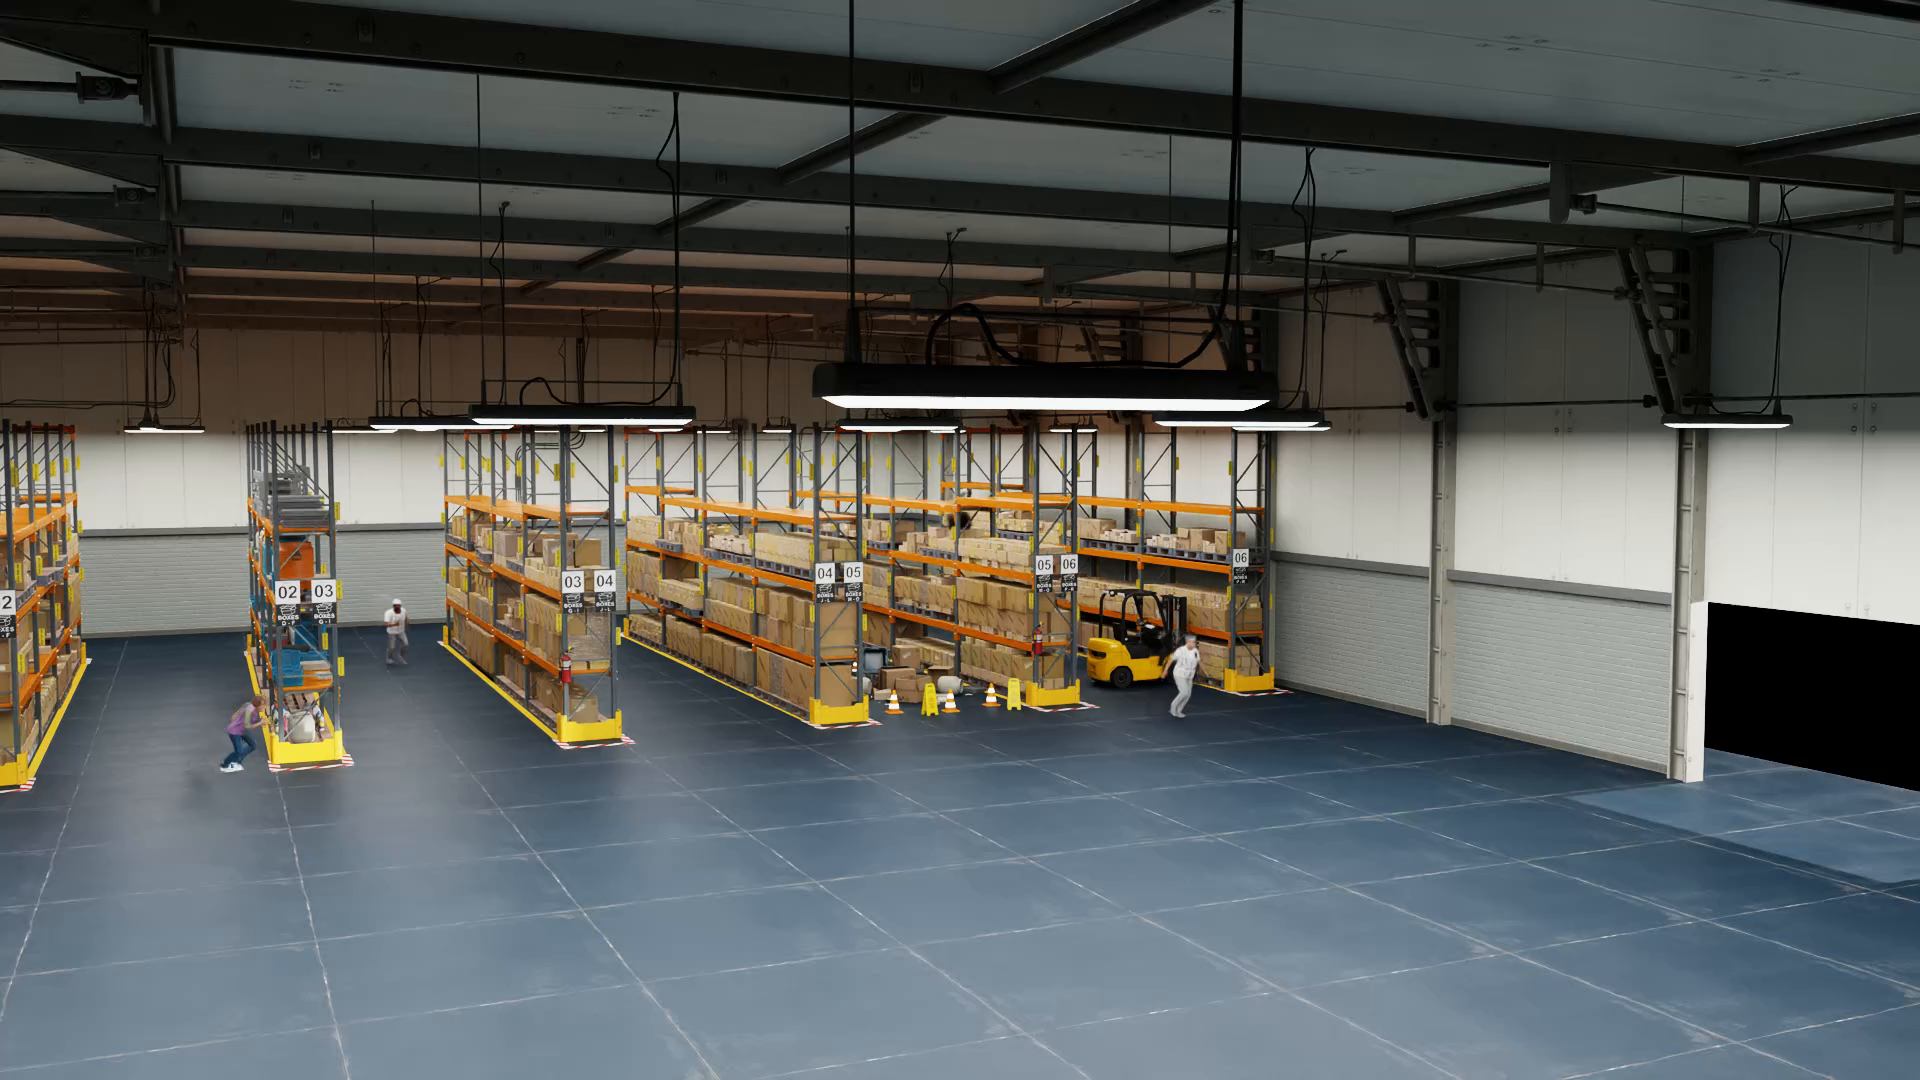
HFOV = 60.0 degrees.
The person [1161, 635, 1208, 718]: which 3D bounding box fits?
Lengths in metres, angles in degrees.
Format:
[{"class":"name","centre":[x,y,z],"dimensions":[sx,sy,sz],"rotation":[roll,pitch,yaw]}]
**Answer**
[{"class":"person","centre":[4.585,2.763,33.617],"dimensions":[0.669,1.699,0.812],"rotation":[-3,4,-35]}]

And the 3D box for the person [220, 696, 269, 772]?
[{"class":"person","centre":[-12.127,3.288,28.176],"dimensions":[0.931,1.330,0.541],"rotation":[0,4,0]}]

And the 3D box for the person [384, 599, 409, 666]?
[{"class":"person","centre":[-14.007,2.292,41.370],"dimensions":[0.726,1.689,0.962],"rotation":[-3,5,-41]}]

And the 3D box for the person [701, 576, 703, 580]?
[{"class":"person","centre":[-7.333,1.884,47.707],"dimensions":[0.614,1.683,0.484],"rotation":[-1,4,-12]}]

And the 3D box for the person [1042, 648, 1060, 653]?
[{"class":"person","centre":[2.236,2.258,42.616],"dimensions":[0.578,1.618,0.769],"rotation":[-3,5,-43]}]
